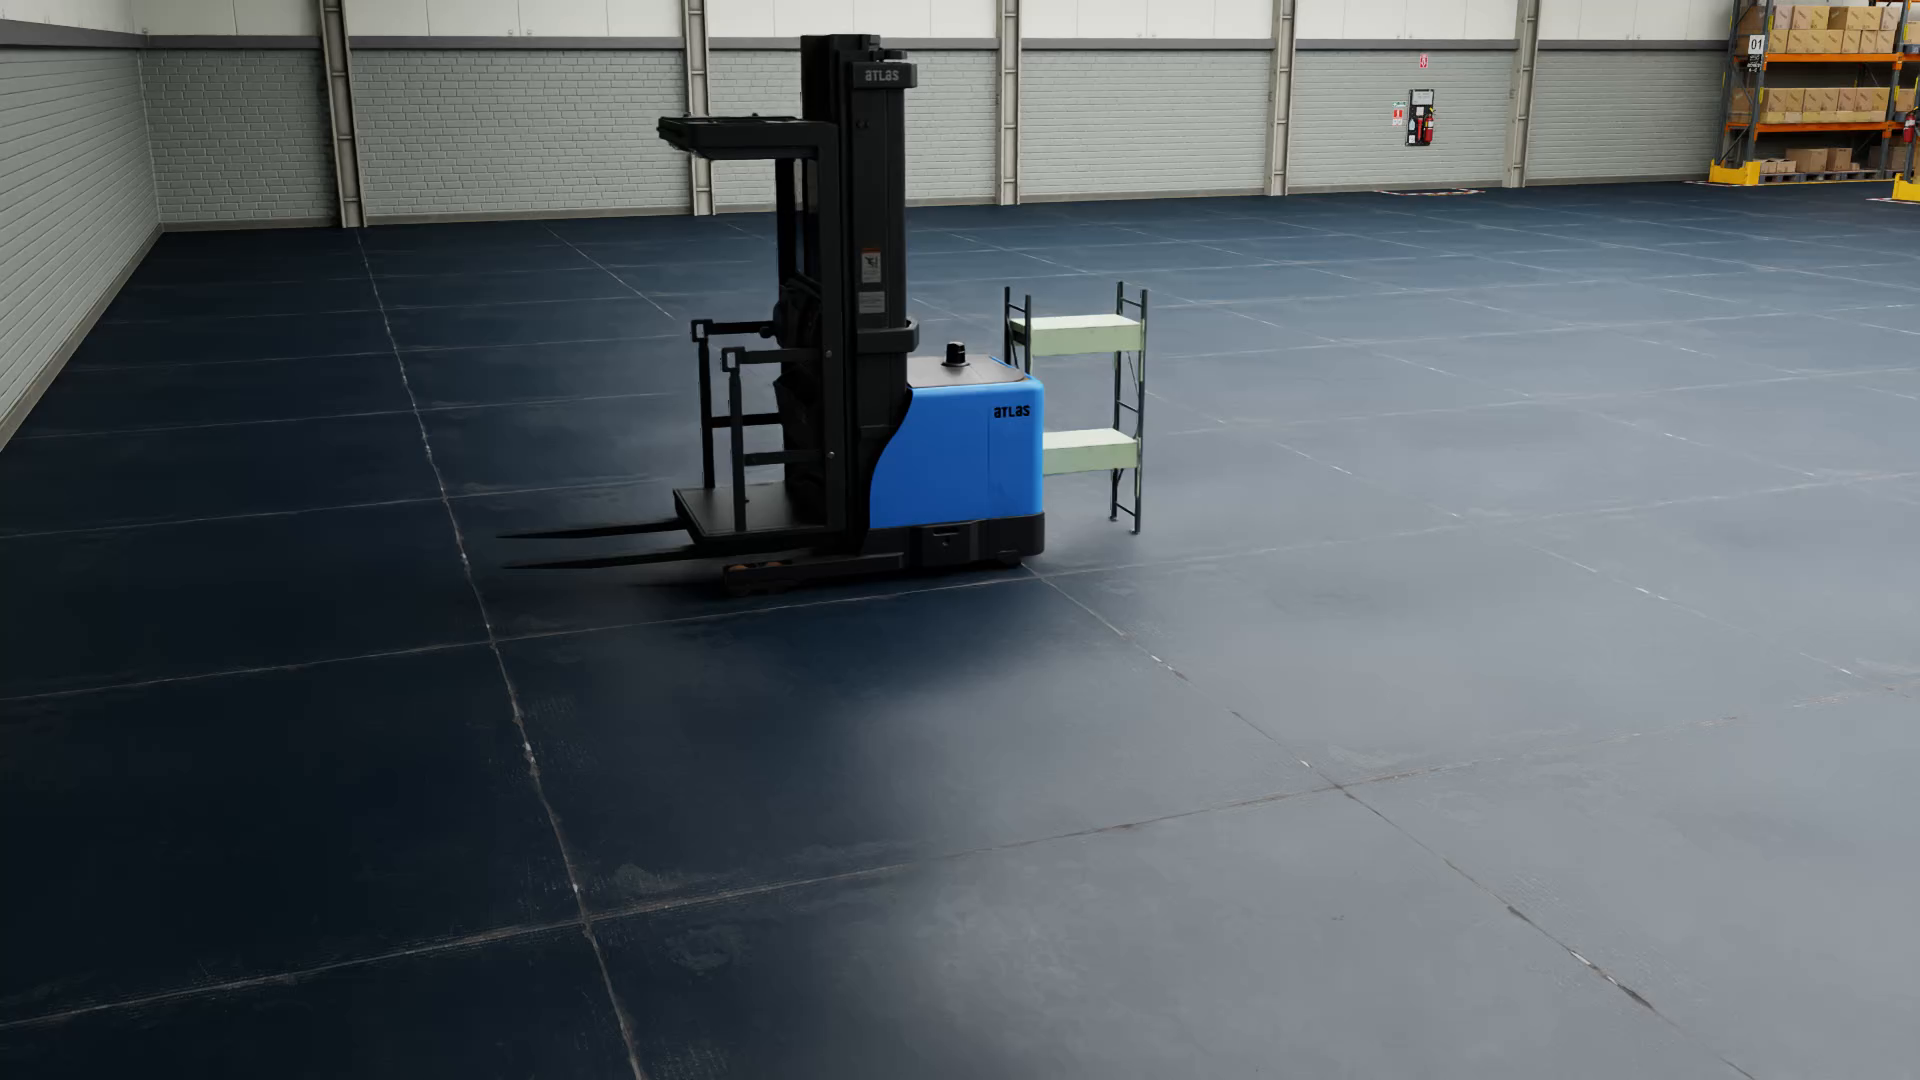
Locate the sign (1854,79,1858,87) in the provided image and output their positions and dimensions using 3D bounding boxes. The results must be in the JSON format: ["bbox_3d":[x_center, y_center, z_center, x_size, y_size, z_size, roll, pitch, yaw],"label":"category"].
[{"bbox_3d":[20.919,-10.597,38.806,0.005,0.325,0.100,-6,17,-20],"label":"sign"}]

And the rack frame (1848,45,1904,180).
[{"bbox_3d":[21.120,-9.896,38.473,0.127,3.000,1.000,-6,17,-20],"label":"rack frame"}]

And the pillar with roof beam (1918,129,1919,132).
[{"bbox_3d":[24.873,-12.141,35.472,0.400,9.000,9.100,-6,17,-20],"label":"pillar with roof beam"}]

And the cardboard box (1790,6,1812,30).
[{"bbox_3d":[18.318,-11.481,36.561,0.500,0.500,0.500,-6,18,-21],"label":"cardboard box"}]

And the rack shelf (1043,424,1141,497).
[{"bbox_3d":[0.687,-0.465,10.177,0.720,0.370,0.431,-5,17,-17],"label":"rack shelf"}]

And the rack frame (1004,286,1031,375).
[{"bbox_3d":[0.339,-0.746,9.977,0.023,1.500,0.400,-5,17,-17],"label":"rack frame"}]

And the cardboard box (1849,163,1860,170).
[{"bbox_3d":[20.632,-8.686,38.599,0.250,0.166,0.380,-9,18,-27],"label":"cardboard box"}]

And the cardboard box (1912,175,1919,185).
[{"bbox_3d":[19.556,-7.204,33.440,0.500,0.250,0.500,-6,17,-20],"label":"cardboard box"}]

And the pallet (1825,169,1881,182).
[{"bbox_3d":[20.506,-8.481,38.603,1.213,0.211,1.003,-6,17,-20],"label":"pallet"}]

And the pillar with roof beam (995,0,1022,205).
[{"bbox_3d":[2.462,-9.722,27.233,0.400,9.000,9.100,-6,17,-20],"label":"pillar with roof beam"}]

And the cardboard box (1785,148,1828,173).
[{"bbox_3d":[19.299,-8.669,37.949,0.500,0.500,0.700,-7,18,-24],"label":"cardboard box"}]

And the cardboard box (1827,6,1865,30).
[{"bbox_3d":[19.758,-11.637,37.091,0.500,0.500,0.500,-7,18,-22],"label":"cardboard box"}]

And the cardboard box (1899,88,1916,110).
[{"bbox_3d":[22.132,-10.252,38.726,0.500,0.500,0.700,-4,17,-14],"label":"cardboard box"}]

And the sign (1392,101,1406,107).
[{"bbox_3d":[9.260,-9.188,35.057,0.331,0.109,0.001,-6,17,-20],"label":"sign"}]

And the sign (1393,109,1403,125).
[{"bbox_3d":[9.252,-8.935,35.138,0.234,0.329,0.001,-6,17,-20],"label":"sign"}]

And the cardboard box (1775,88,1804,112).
[{"bbox_3d":[18.404,-9.806,37.068,0.500,0.500,0.500,-6,17,-20],"label":"cardboard box"}]

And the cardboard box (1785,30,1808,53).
[{"bbox_3d":[18.301,-11.002,36.703,0.500,0.500,0.500,-5,17,-16],"label":"cardboard box"}]

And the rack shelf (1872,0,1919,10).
[{"bbox_3d":[22.988,-12.439,38.472,4.000,0.370,1.077,-6,17,-20],"label":"rack shelf"}]

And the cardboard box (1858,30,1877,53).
[{"bbox_3d":[20.261,-11.229,37.476,0.500,0.500,0.500,-8,18,-25],"label":"cardboard box"}]

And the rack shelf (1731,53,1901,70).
[{"bbox_3d":[19.253,-10.788,37.465,4.000,0.370,1.077,-6,17,-20],"label":"rack shelf"}]

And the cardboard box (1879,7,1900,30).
[{"bbox_3d":[20.750,-11.750,37.477,0.500,0.500,0.500,-8,18,-25],"label":"cardboard box"}]

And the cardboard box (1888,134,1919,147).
[{"bbox_3d":[22.212,-9.391,39.079,0.500,0.250,0.500,-7,18,-21],"label":"cardboard box"}]

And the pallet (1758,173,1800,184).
[{"bbox_3d":[18.228,-8.235,37.766,1.213,0.211,1.003,-6,17,-20],"label":"pallet"}]

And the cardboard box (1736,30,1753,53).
[{"bbox_3d":[17.684,-11.098,37.030,0.500,0.500,0.500,-5,17,-16],"label":"cardboard box"}]

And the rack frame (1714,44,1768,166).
[{"bbox_3d":[17.385,-9.492,37.099,0.127,3.000,1.000,-6,17,-20],"label":"rack frame"}]

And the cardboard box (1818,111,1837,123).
[{"bbox_3d":[19.385,-9.552,37.533,0.500,0.250,0.500,-6,17,-20],"label":"cardboard box"}]

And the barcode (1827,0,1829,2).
[{"bbox_3d":[19.669,-12.219,37.691,0.075,0.075,0.001,-6,17,-20],"label":"barcode"}]

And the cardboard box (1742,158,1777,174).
[{"bbox_3d":[18.064,-8.460,37.573,0.500,0.311,0.500,-8,18,-26],"label":"cardboard box"}]

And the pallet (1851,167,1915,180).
[{"bbox_3d":[21.847,-8.637,39.134,1.213,0.211,1.003,-6,17,-20],"label":"pallet"}]

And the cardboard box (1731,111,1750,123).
[{"bbox_3d":[17.752,-9.528,37.452,0.500,0.250,0.500,-6,17,-19],"label":"cardboard box"}]

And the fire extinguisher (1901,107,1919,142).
[{"bbox_3d":[18.885,-8.263,33.049,0.183,0.674,0.296,-6,17,-20],"label":"fire extinguisher"}]

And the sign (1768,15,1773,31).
[{"bbox_3d":[17.580,-11.208,36.068,0.005,0.325,0.100,-6,17,-20],"label":"sign"}]

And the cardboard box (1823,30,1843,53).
[{"bbox_3d":[19.277,-11.115,37.088,0.500,0.500,0.500,-5,17,-17],"label":"cardboard box"}]

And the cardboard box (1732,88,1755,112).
[{"bbox_3d":[17.749,-9.893,37.364,0.500,0.500,0.500,-6,18,-21],"label":"cardboard box"}]

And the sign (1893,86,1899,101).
[{"bbox_3d":[21.322,-10.169,37.867,0.005,0.325,0.100,-6,17,-20],"label":"sign"}]

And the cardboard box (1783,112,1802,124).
[{"bbox_3d":[18.434,-9.452,37.192,0.500,0.250,0.500,-7,18,-22],"label":"cardboard box"}]

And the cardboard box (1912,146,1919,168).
[{"bbox_3d":[22.266,-9.051,39.253,0.500,0.500,0.700,-7,18,-21],"label":"cardboard box"}]

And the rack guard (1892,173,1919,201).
[{"bbox_3d":[19.139,-6.988,33.006,0.348,0.500,1.175,-6,17,-20],"label":"rack guard"}]

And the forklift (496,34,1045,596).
[{"bbox_3d":[-1.087,-1.268,9.213,3.031,2.935,1.130,-5,17,-17],"label":"forklift"}]

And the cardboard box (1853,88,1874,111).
[{"bbox_3d":[20.326,-10.012,37.770,0.500,0.500,0.500,-6,17,-20],"label":"cardboard box"}]

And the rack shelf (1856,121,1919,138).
[{"bbox_3d":[22.988,-9.752,39.261,4.000,0.370,1.077,-6,17,-20],"label":"rack shelf"}]

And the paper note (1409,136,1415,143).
[{"bbox_3d":[9.615,-8.524,35.366,0.142,0.148,0.016,-6,17,-20],"label":"paper note"}]

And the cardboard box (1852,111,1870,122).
[{"bbox_3d":[20.318,-9.658,37.893,0.500,0.250,0.500,-6,17,-20],"label":"cardboard box"}]

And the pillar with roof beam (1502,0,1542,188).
[{"bbox_3d":[13.667,-10.932,31.352,0.400,9.000,9.100,-6,17,-20],"label":"pillar with roof beam"}]

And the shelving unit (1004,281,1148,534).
[{"bbox_3d":[0.687,-0.778,10.085,0.755,1.500,0.431,-5,17,-17],"label":"shelving unit"}]

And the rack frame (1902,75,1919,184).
[{"bbox_3d":[19.161,-8.190,32.662,0.127,3.000,1.000,-6,17,-20],"label":"rack frame"}]

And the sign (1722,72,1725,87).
[{"bbox_3d":[17.205,-10.348,37.396,0.005,0.325,0.100,-6,17,-20],"label":"sign"}]

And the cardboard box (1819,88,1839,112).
[{"bbox_3d":[19.366,-9.912,37.427,0.500,0.500,0.500,-6,17,-18],"label":"cardboard box"}]

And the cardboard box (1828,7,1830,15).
[{"bbox_3d":[19.141,-11.732,37.414,0.500,0.500,0.500,-6,17,-20],"label":"cardboard box"}]

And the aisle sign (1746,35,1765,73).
[{"bbox_3d":[17.425,-10.654,36.440,0.004,0.787,0.394,-6,17,-20],"label":"aisle sign"}]
